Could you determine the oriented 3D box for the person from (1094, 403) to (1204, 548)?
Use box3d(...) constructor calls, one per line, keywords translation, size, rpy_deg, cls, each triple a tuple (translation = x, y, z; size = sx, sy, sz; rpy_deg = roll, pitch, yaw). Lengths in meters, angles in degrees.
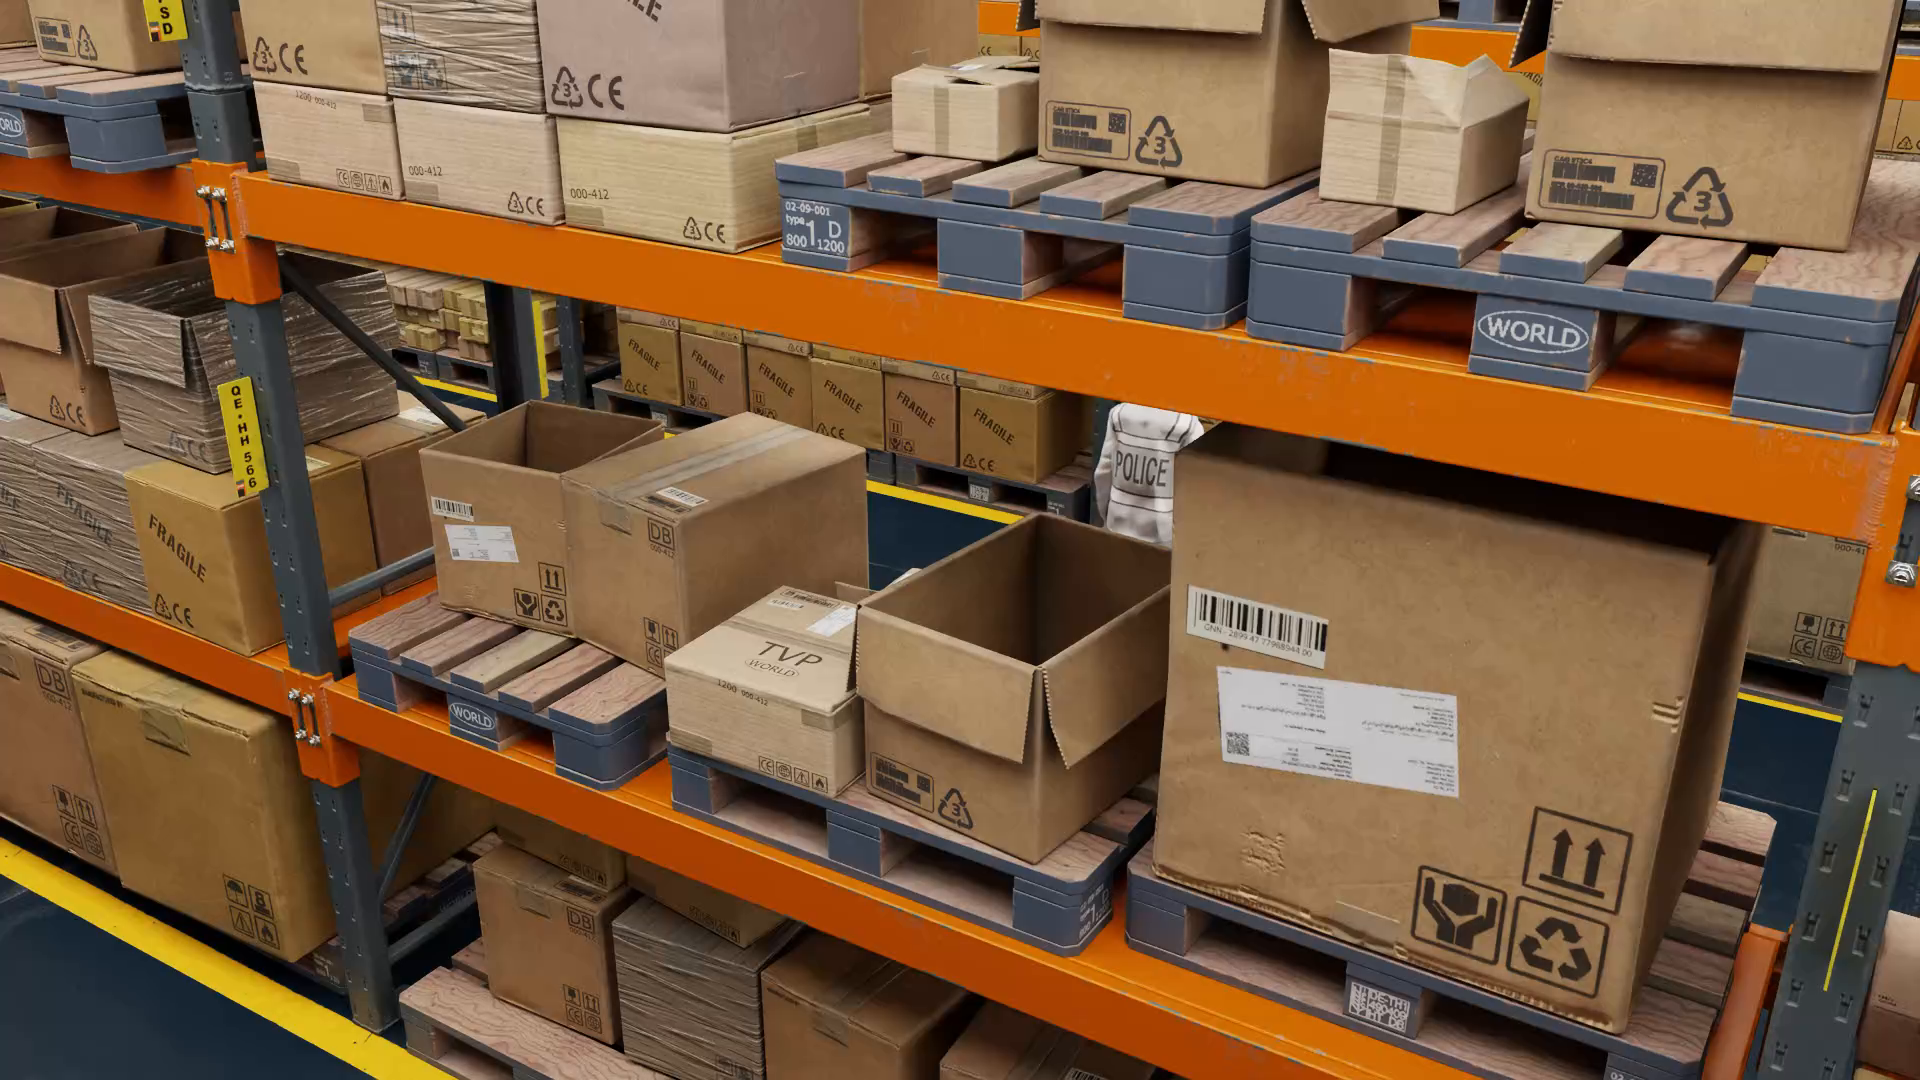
box3d(translation=(0.839, -0.040, 7.186), size=(0.528, 1.663, 0.403), rpy_deg=(14, 27, 29), cls="person")
